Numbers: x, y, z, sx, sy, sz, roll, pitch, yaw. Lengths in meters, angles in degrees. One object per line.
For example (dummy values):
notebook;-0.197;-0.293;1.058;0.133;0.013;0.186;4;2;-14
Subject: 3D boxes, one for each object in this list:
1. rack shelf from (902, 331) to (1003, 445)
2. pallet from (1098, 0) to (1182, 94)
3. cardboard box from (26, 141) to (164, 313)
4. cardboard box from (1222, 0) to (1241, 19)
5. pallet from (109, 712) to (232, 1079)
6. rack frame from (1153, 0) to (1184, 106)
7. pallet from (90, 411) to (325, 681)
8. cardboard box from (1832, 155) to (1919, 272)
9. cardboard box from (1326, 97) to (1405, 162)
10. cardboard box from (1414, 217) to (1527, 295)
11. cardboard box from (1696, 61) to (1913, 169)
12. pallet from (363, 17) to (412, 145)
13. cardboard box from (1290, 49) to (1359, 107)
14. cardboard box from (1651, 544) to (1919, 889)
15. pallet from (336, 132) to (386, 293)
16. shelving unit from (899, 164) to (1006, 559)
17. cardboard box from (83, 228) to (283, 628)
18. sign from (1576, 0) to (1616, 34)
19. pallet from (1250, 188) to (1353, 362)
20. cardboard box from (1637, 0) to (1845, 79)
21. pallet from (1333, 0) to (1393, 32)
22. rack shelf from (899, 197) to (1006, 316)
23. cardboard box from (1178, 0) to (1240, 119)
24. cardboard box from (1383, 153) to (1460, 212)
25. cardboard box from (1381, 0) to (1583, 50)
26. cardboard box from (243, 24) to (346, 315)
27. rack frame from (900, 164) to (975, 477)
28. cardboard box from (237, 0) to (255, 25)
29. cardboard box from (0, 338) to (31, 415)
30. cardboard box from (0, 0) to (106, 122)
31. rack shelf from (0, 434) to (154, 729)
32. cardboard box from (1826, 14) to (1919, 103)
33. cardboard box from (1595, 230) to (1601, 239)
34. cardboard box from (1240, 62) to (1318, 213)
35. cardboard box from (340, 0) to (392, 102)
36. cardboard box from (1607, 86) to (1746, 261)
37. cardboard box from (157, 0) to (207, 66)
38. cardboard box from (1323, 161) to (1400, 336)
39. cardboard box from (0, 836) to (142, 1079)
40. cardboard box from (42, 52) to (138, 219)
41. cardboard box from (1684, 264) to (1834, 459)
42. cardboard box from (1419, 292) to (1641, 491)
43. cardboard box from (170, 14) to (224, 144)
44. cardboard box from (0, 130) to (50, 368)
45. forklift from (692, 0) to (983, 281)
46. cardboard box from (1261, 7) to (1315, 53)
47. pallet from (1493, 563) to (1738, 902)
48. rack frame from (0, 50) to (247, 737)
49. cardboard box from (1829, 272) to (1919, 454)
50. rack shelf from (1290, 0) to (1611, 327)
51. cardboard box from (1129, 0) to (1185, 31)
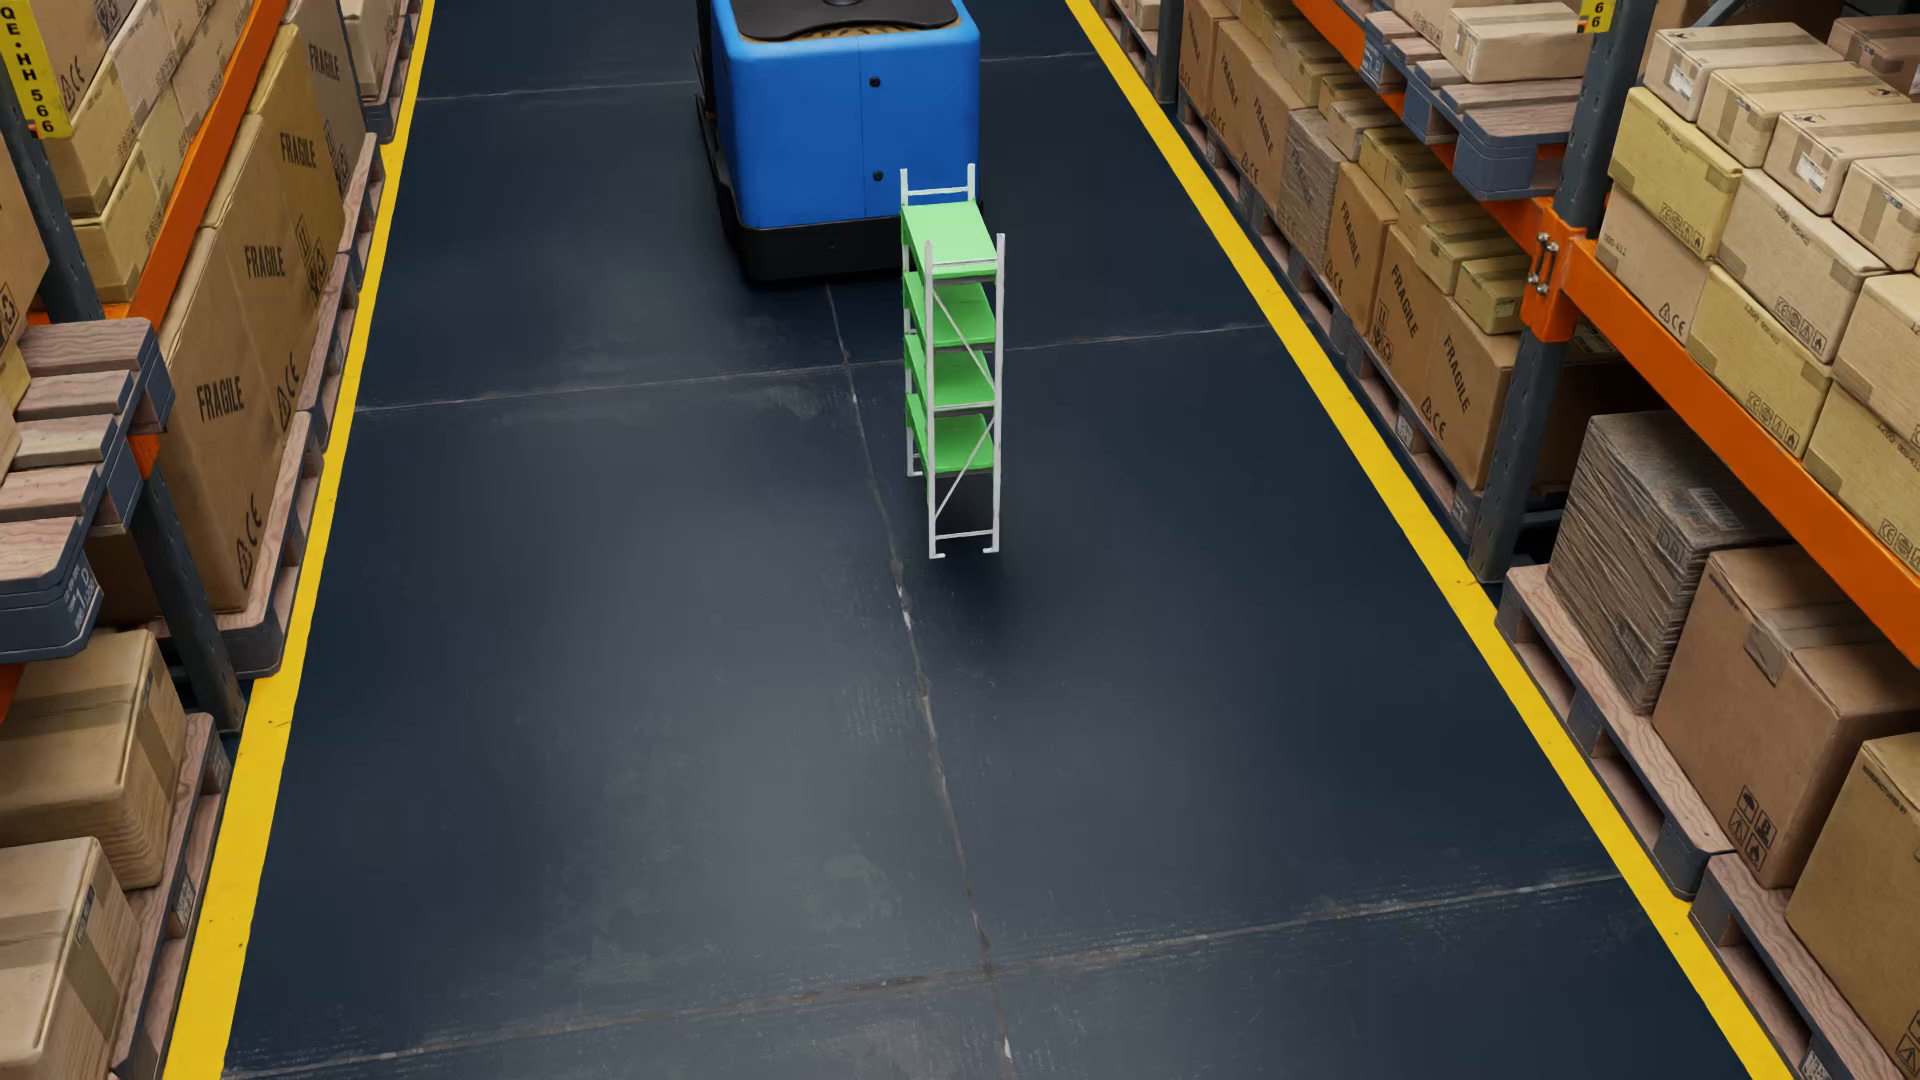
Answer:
rack shelf;-0.029;-0.523;5.550;0.258;0.148;0.480;-6;38;-8
pallet;1.400;-2.850;9.246;1.003;0.211;1.213;-6;38;-8
cardboard box;-2.503;-0.847;4.518;0.500;0.250;0.500;-7;38;-9
cardboard box;1.445;-2.567;7.775;0.380;0.149;0.250;-7;38;-9
pallet;-2.530;0.989;4.304;1.003;0.211;1.213;-6;38;-8
rack frame;1.520;-3.536;7.857;1.000;3.000;0.127;-6;38;-8
pallet;-2.729;0.033;5.536;1.003;0.211;1.213;-6;38;-8
cardboard box;2.163;-0.721;3.623;0.380;0.149;0.250;-6;38;-7
cardboard box;1.680;-1.630;6.570;0.380;0.149;0.250;-8;39;-10
cardboard box;1.807;-0.988;5.743;0.380;0.149;0.250;-8;39;-10
cardboard box;2.035;-1.030;4.021;0.380;0.149;0.250;-5;38;-7
pallet;-3.423;-2.366;8.624;1.003;0.211;1.213;-6;38;-8
cardboard box;1.611;-1.944;6.973;0.380;0.149;0.250;-5;38;-6
cardboard box;2.439;0.424;4.353;0.875;0.625;0.625;-5;38;-6
pallet;-3.157;-1.441;7.433;1.003;0.211;1.213;-6;38;-8
shelving unit;-0.029;-0.574;5.511;0.258;1.200;0.503;-6;38;-8
cardboard box;-2.705;-0.337;5.128;0.875;0.875;0.875;-7;38;-8
sign;1.688;-1.482;4.333;0.100;0.325;0.005;-6;38;-8
pallet;1.917;-1.209;7.134;1.003;0.211;1.213;-6;38;-8
cardboard box;2.285;-1.653;5.009;0.500;0.500;0.500;-5;38;-6
pallet;1.875;-2.218;6.317;1.003;0.211;1.213;-6;38;-8
rack shelf;-0.029;-0.902;5.255;0.258;0.148;0.480;-6;38;-8
cardboard box;1.383;-2.398;8.087;0.500;0.500;0.500;-5;38;-6
cardboard box;1.802;-1.316;6.165;0.380;0.149;0.250;-5;38;-7
cardboard box;1.717;-1.829;5.439;0.500;0.250;0.500;-8;39;-10
cardboard box;-3.013;-1.416;6.517;0.875;0.875;0.875;-5;38;-7
rack frame;-0.072;-0.721;5.700;0.240;1.200;0.015;-6;38;-8
cardboard box;-2.882;-2.082;6.108;0.500;0.250;0.500;-7;38;-9
cardboard box;-2.258;-0.324;3.584;0.380;0.149;0.250;-6;38;-7
cardboard box;-2.511;-1.342;4.137;0.500;0.500;0.500;-7;38;-9
rack shelf;-2.315;0.908;2.722;1.077;0.370;4.000;-6;38;-8
cardboard box;2.477;-1.241;4.292;0.380;0.149;0.250;-5;38;-6
cardboard box;2.416;-1.067;5.845;0.380;0.149;0.250;-5;38;-7
cardboard box;1.569;-1.776;7.286;0.500;0.500;0.500;-7;38;-9
cardboard box;-3.371;-2.545;8.327;0.875;0.438;0.875;-7;38;-9
cardboard box;2.034;-0.961;4.257;0.500;0.250;0.500;-6;38;-8
cardboard box;-2.676;-1.669;5.169;0.500;0.250;0.500;-6;38;-8
cardboard box;1.763;-1.150;6.481;0.500;0.500;0.500;-5;38;-6
cardboard box;-2.439;1.075;3.721;0.950;0.372;0.625;-7;38;-9
cardboard box;-2.511;-1.055;4.377;0.500;0.250;0.500;-6;38;-8
cardboard box;2.141;-0.462;4.022;0.500;0.250;0.500;-7;38;-9
cardboard box;1.935;-0.531;5.684;0.500;0.500;0.500;-5;38;-7
cardboard box;-2.697;-1.473;5.323;0.500;0.250;0.500;-5;38;-6
cardboard box;-2.312;-0.662;3.491;0.500;0.500;0.500;-7;38;-9
forklift;-0.719;-3.163;7.432;1.130;2.935;3.031;-8;39;-10
cardboard box;1.563;-2.249;7.366;0.380;0.149;0.250;-7;38;-9
pallet;2.327;0.483;4.957;1.003;0.211;1.213;-6;38;-8
rack frame;-2.665;-0.584;4.057;1.000;3.000;0.127;-6;38;-8
cardboard box;2.219;-0.343;3.462;0.500;0.250;0.500;-7;38;-9
rack shelf;1.870;-2.044;6.522;1.077;0.370;4.000;-6;38;-8
cardboard box;1.133;-2.881;8.995;0.380;0.149;0.250;-7;38;-9
